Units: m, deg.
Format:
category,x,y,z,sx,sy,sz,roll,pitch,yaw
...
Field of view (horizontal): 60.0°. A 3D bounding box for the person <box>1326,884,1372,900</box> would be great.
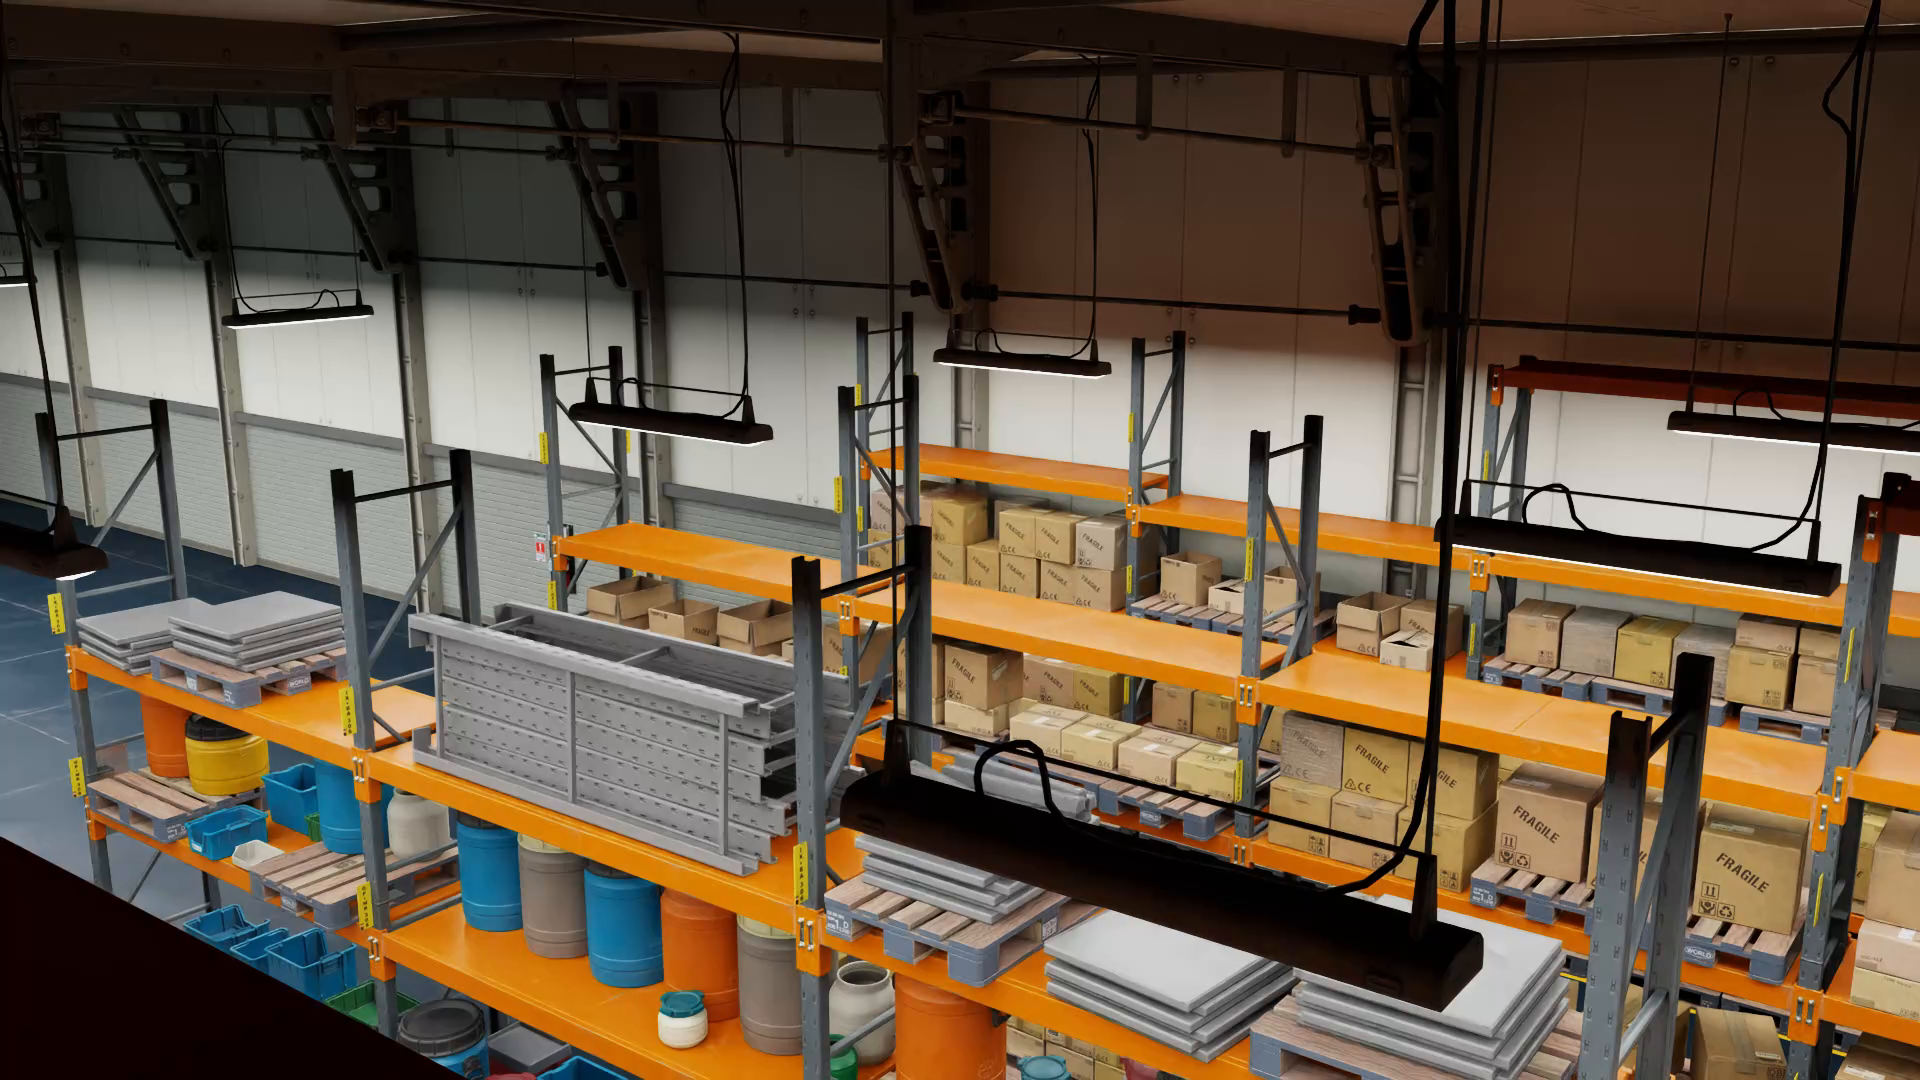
category,x,y,z,sx,sy,sz,roll,pitch,yaw
person,3.502,3.661,15.523,1.114,1.707,0.603,8,15,31
